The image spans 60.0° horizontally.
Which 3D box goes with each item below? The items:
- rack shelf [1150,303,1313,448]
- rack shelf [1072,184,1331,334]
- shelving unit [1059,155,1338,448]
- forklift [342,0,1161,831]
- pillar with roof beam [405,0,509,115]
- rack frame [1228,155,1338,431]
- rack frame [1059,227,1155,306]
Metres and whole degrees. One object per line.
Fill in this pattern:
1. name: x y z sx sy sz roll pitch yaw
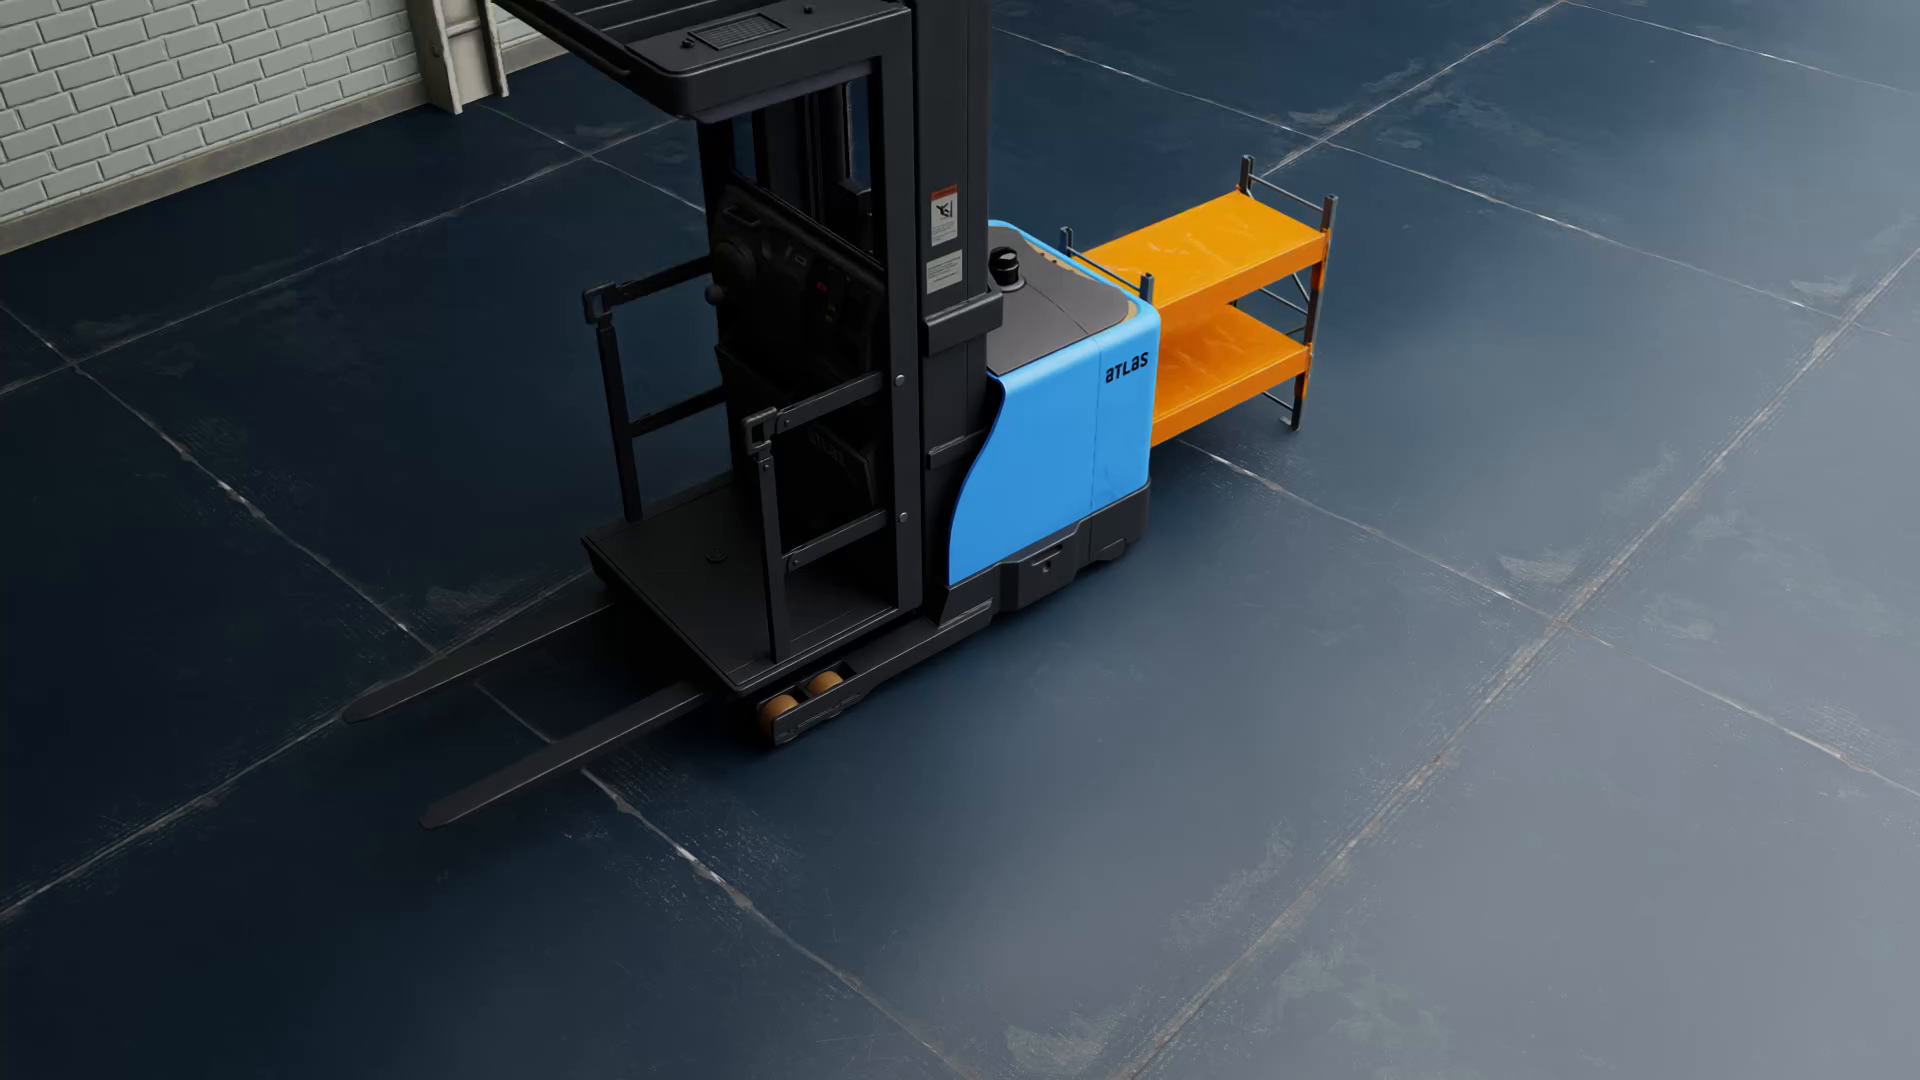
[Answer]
1. rack shelf: 0.952 -0.660 7.069 1.000 0.278 0.538 -26 46 -29
2. rack shelf: 0.952 -1.081 6.735 1.000 0.278 0.538 -26 46 -29
3. shelving unit: 0.952 -0.851 6.917 1.048 1.125 0.538 -26 46 -29
4. forklift: -0.713 -0.808 5.411 3.031 2.935 1.130 -26 46 -29
5. pillar with roof beam: 0.176 -4.414 5.070 9.100 9.000 0.400 30 47 32
6. rack frame: 1.350 -1.049 7.165 0.032 1.125 0.500 -26 46 -29
7. rack frame: 0.555 -0.654 6.669 0.032 1.125 0.500 -26 46 -29
